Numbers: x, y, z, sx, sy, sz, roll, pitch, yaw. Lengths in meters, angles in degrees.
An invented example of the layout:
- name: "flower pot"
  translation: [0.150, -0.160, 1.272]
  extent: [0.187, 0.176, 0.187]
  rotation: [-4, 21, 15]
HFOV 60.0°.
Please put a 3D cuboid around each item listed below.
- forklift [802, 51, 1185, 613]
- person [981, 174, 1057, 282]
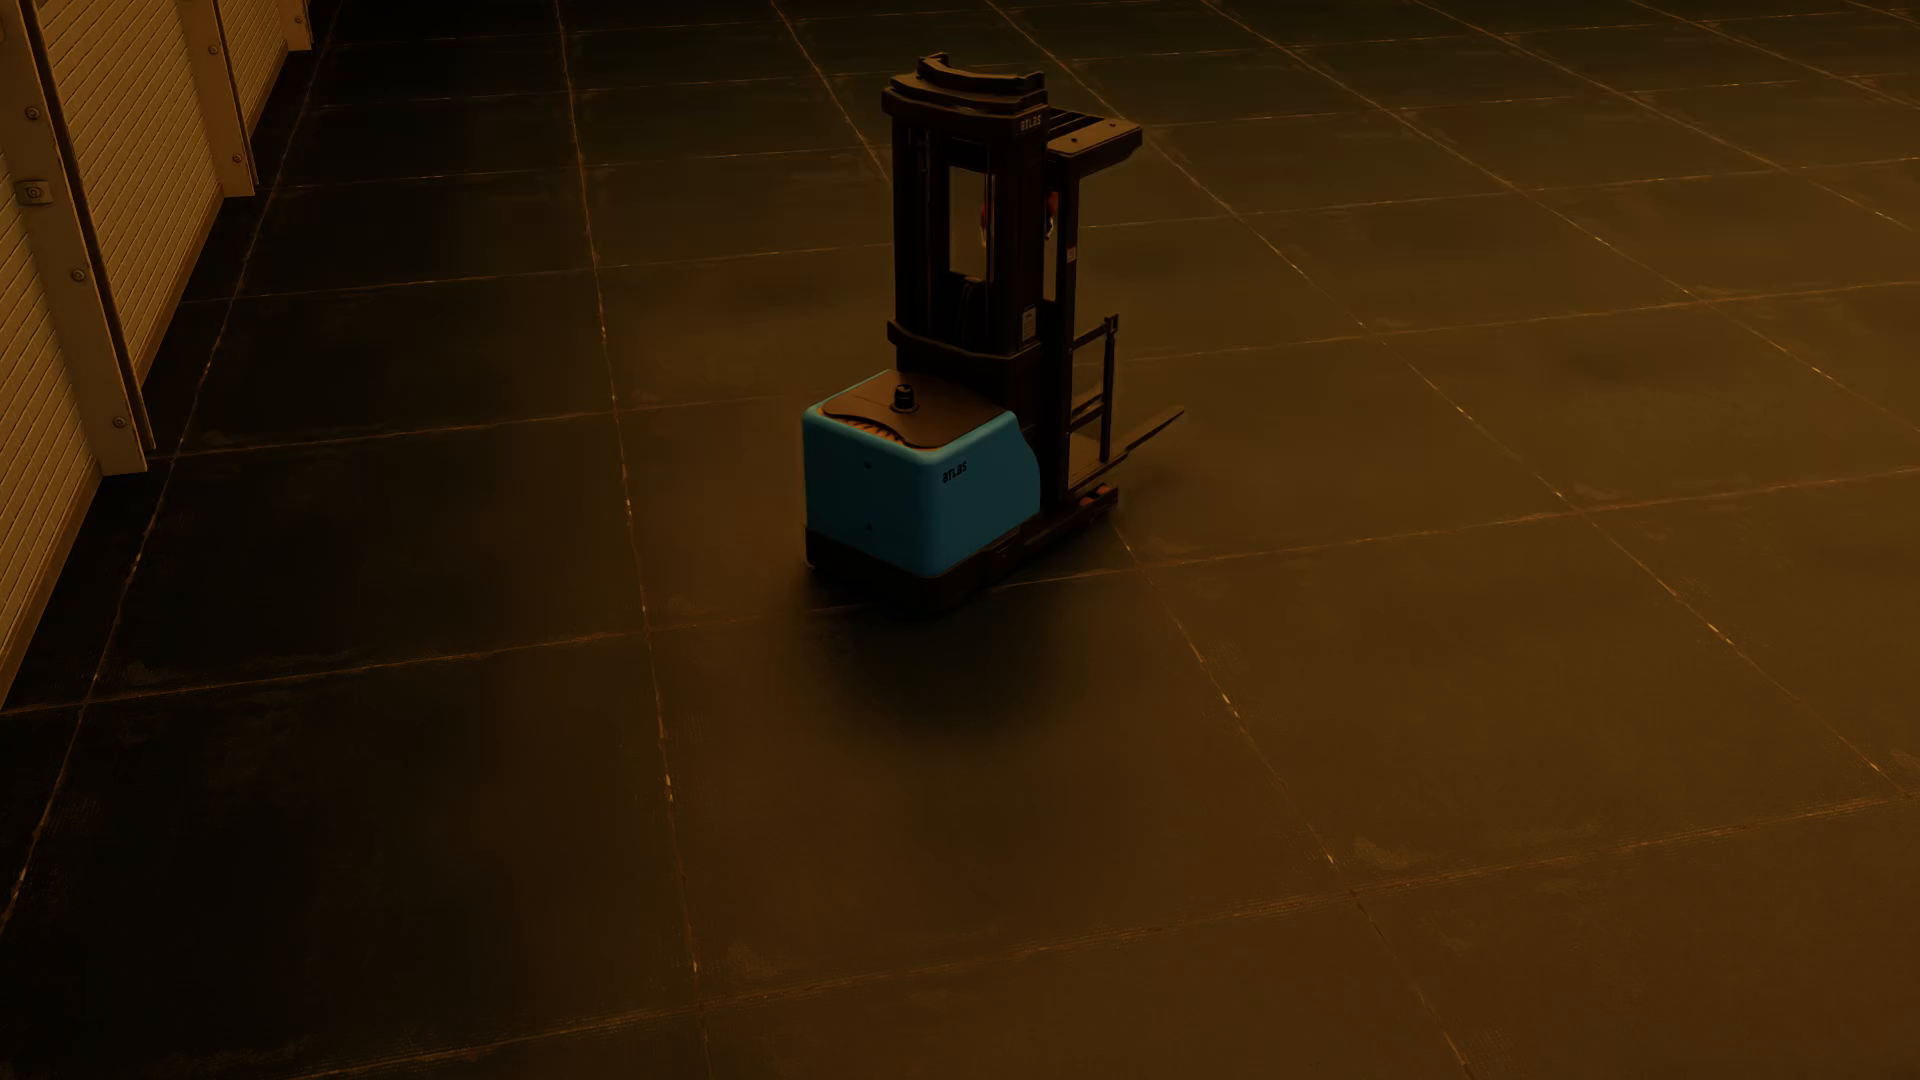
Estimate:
- name: "forklift"
  translation: [0.374, -1.517, 10.194]
  extent: [1.130, 2.935, 3.031]
  rotation: [22, 37, 33]
- name: "person"
  translation: [0.432, -2.447, 12.985]
  extent: [0.630, 1.814, 0.506]
  rotation: [-7, 31, -12]
